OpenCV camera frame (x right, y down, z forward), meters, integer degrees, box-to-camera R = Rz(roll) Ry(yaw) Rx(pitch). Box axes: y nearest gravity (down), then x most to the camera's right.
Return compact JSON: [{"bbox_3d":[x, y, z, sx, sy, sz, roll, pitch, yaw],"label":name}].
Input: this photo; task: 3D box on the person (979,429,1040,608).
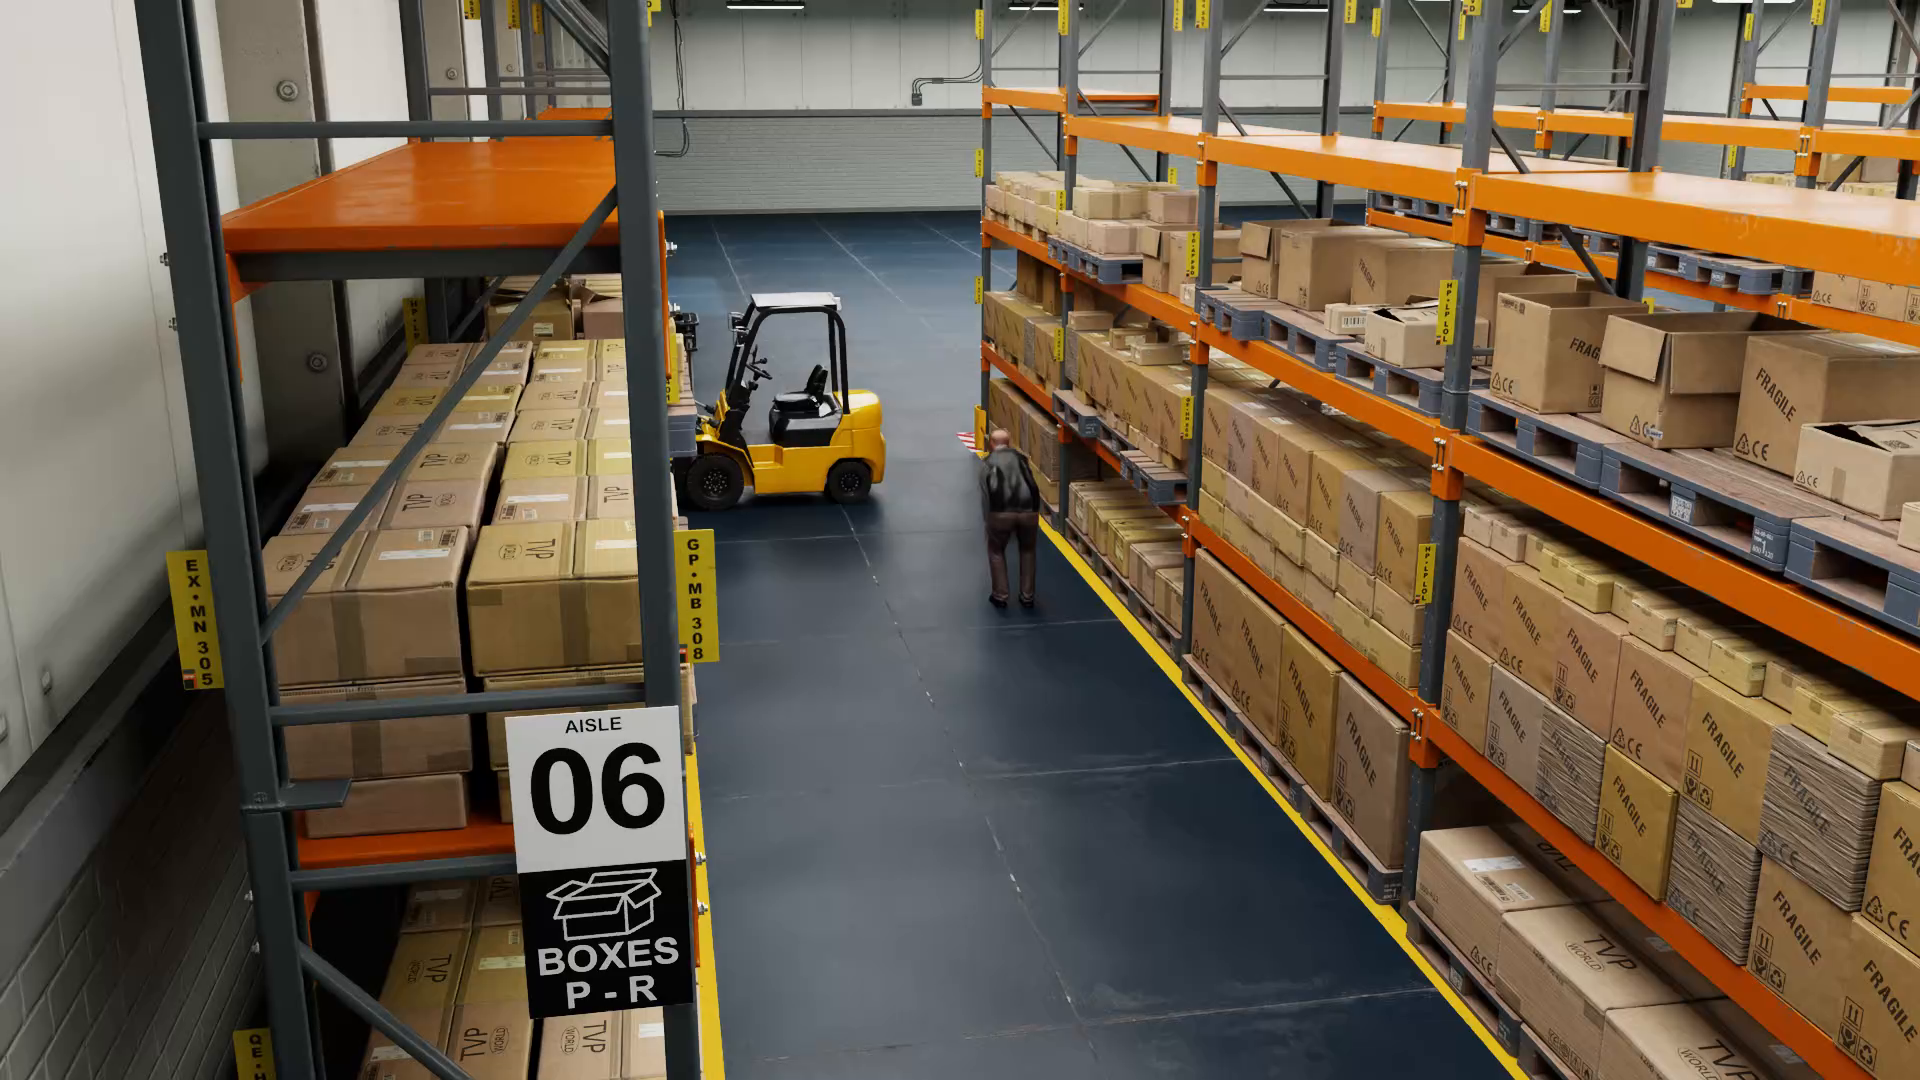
[{"bbox_3d":[0.418,-0.186,14.648,0.468,1.486,0.800,-3,17,-12],"label":"person"}]
